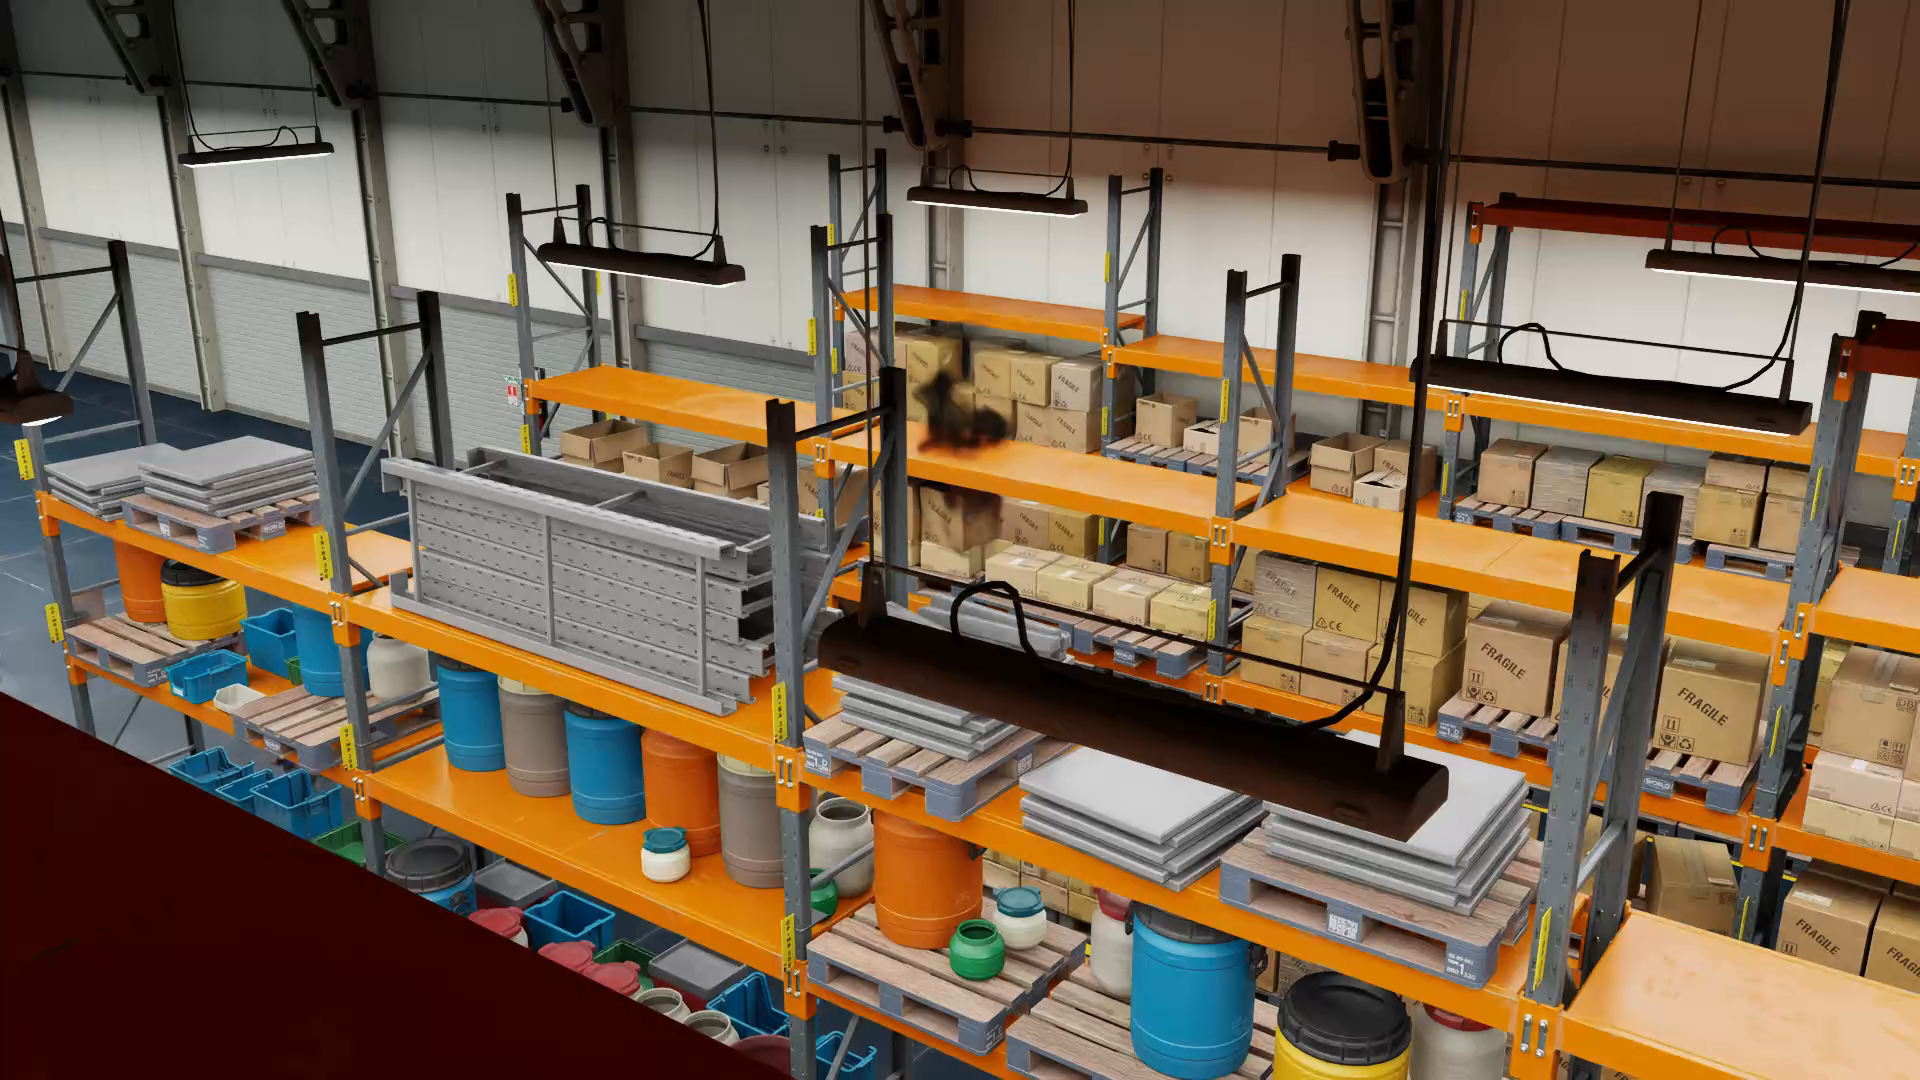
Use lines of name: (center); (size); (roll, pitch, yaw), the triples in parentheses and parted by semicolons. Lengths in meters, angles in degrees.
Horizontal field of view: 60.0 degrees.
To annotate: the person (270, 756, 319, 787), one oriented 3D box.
person: (-6.233, 2.262, 15.807); (0.873, 1.695, 0.587); (6, 19, 16)
